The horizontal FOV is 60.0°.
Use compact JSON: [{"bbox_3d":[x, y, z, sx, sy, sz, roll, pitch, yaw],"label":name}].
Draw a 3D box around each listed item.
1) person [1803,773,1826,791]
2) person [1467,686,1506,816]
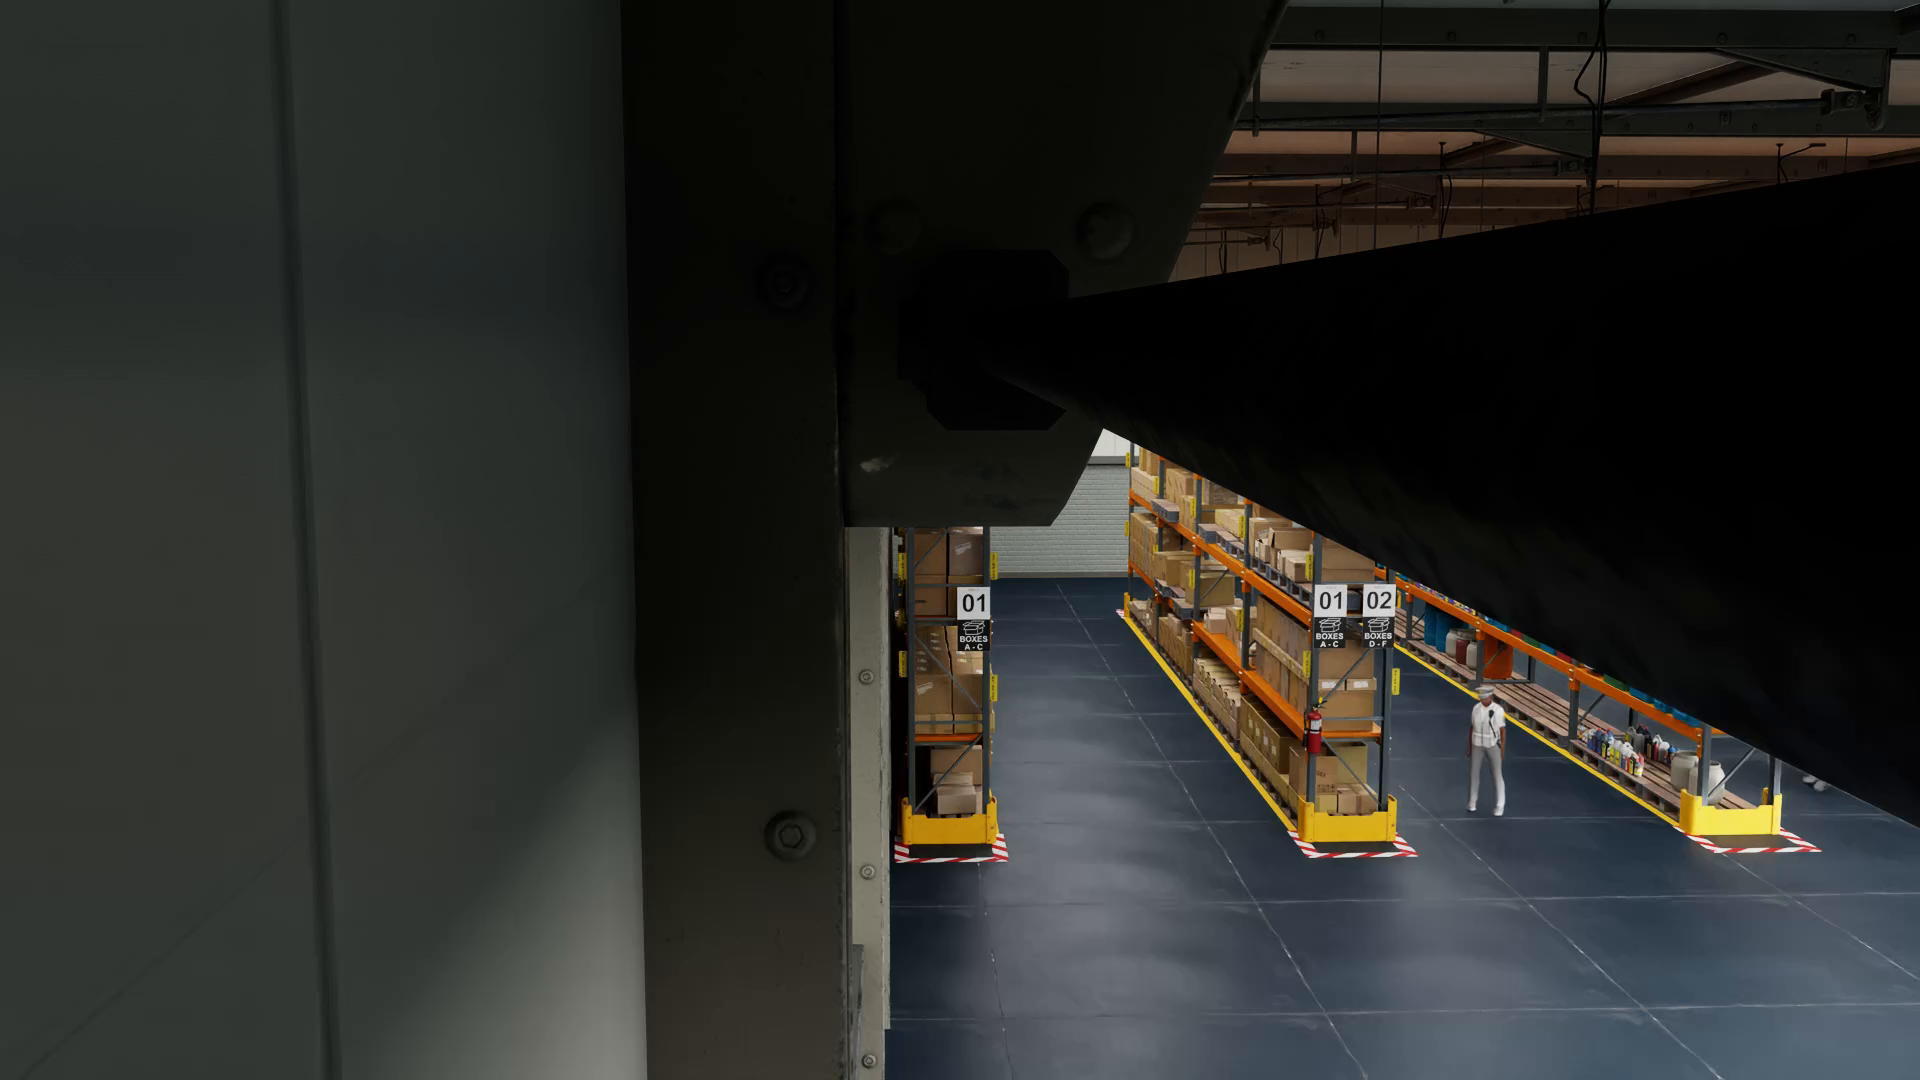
[{"bbox_3d":[11.836,2.527,22.965,0.559,1.781,0.578,-7,10,-42],"label":"person"},{"bbox_3d":[6.888,2.729,21.755,0.546,1.663,0.365,6,9,39],"label":"person"}]
